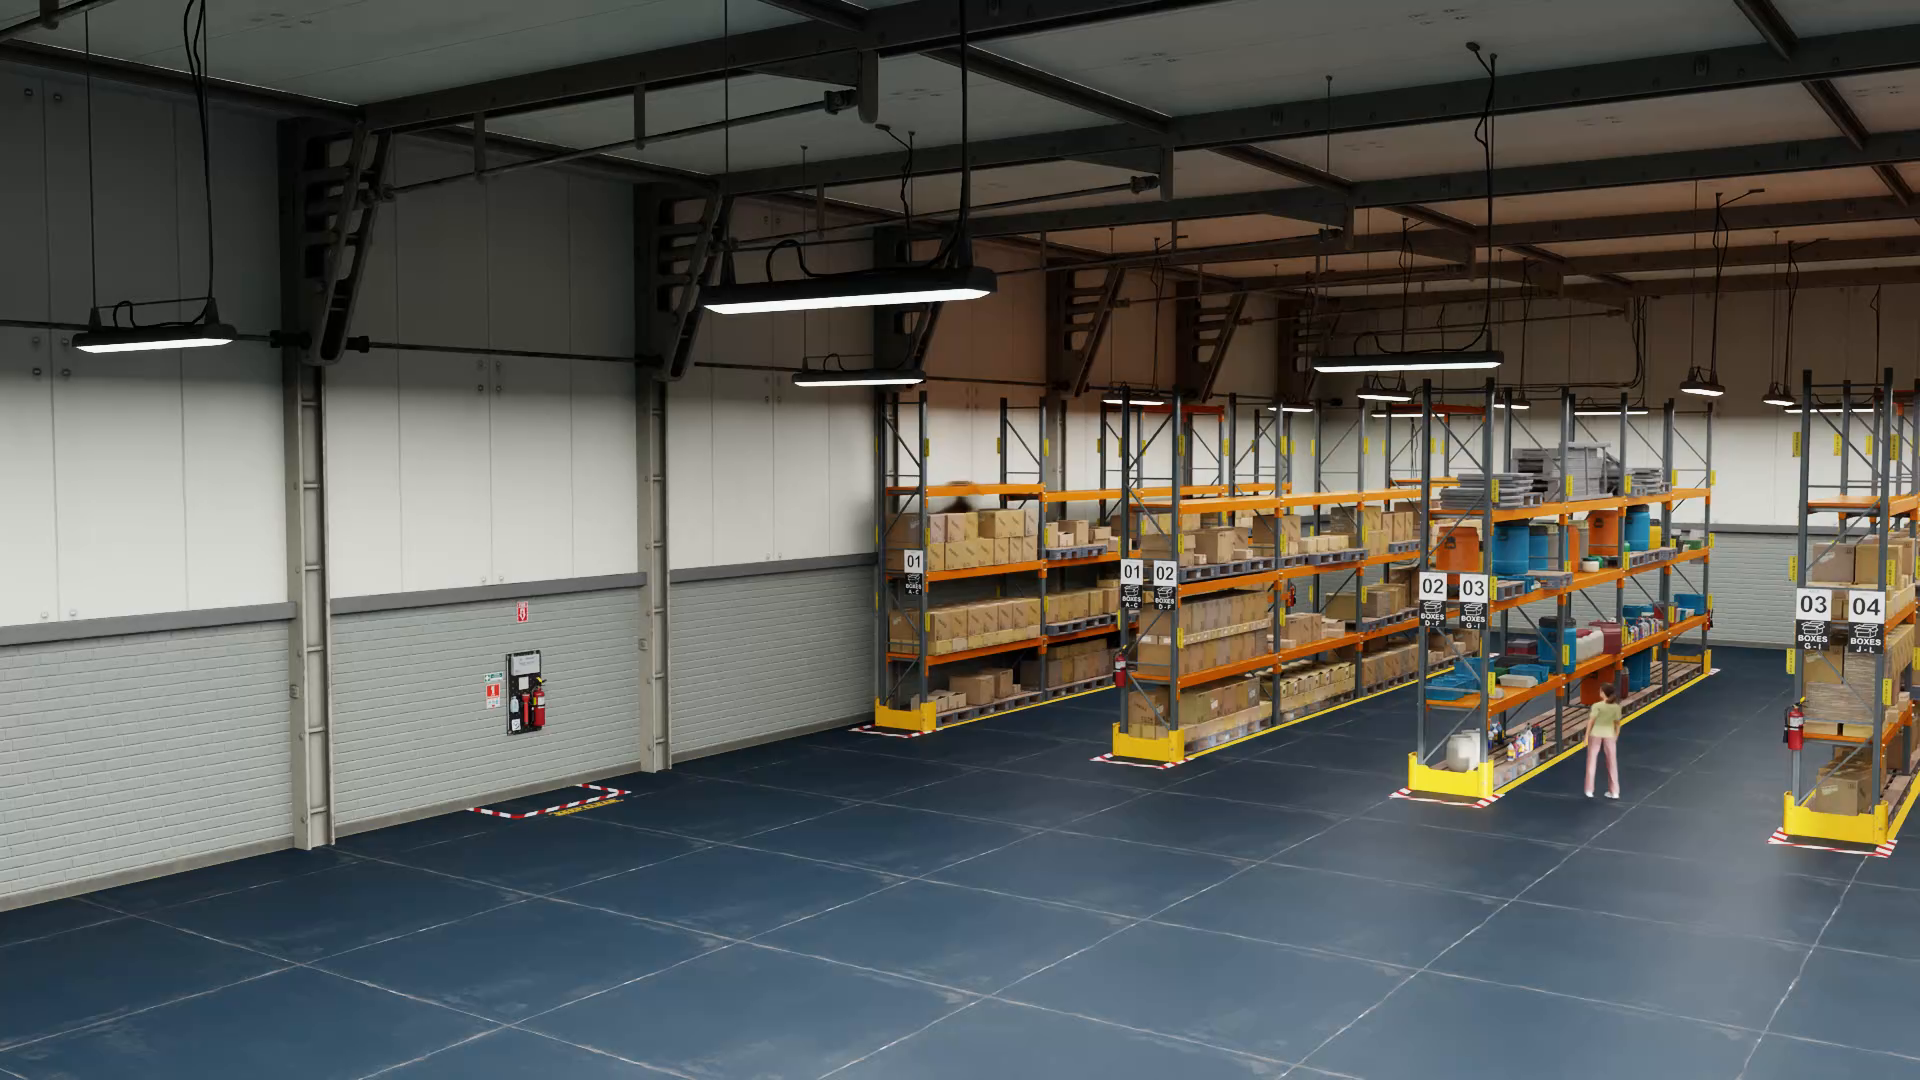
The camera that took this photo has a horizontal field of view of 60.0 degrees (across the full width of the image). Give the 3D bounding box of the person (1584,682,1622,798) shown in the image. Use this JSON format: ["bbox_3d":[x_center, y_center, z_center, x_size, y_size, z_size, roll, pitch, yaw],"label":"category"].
[{"bbox_3d":[9.189,2.865,23.772,0.499,1.645,0.488,1,3,19],"label":"person"}]
